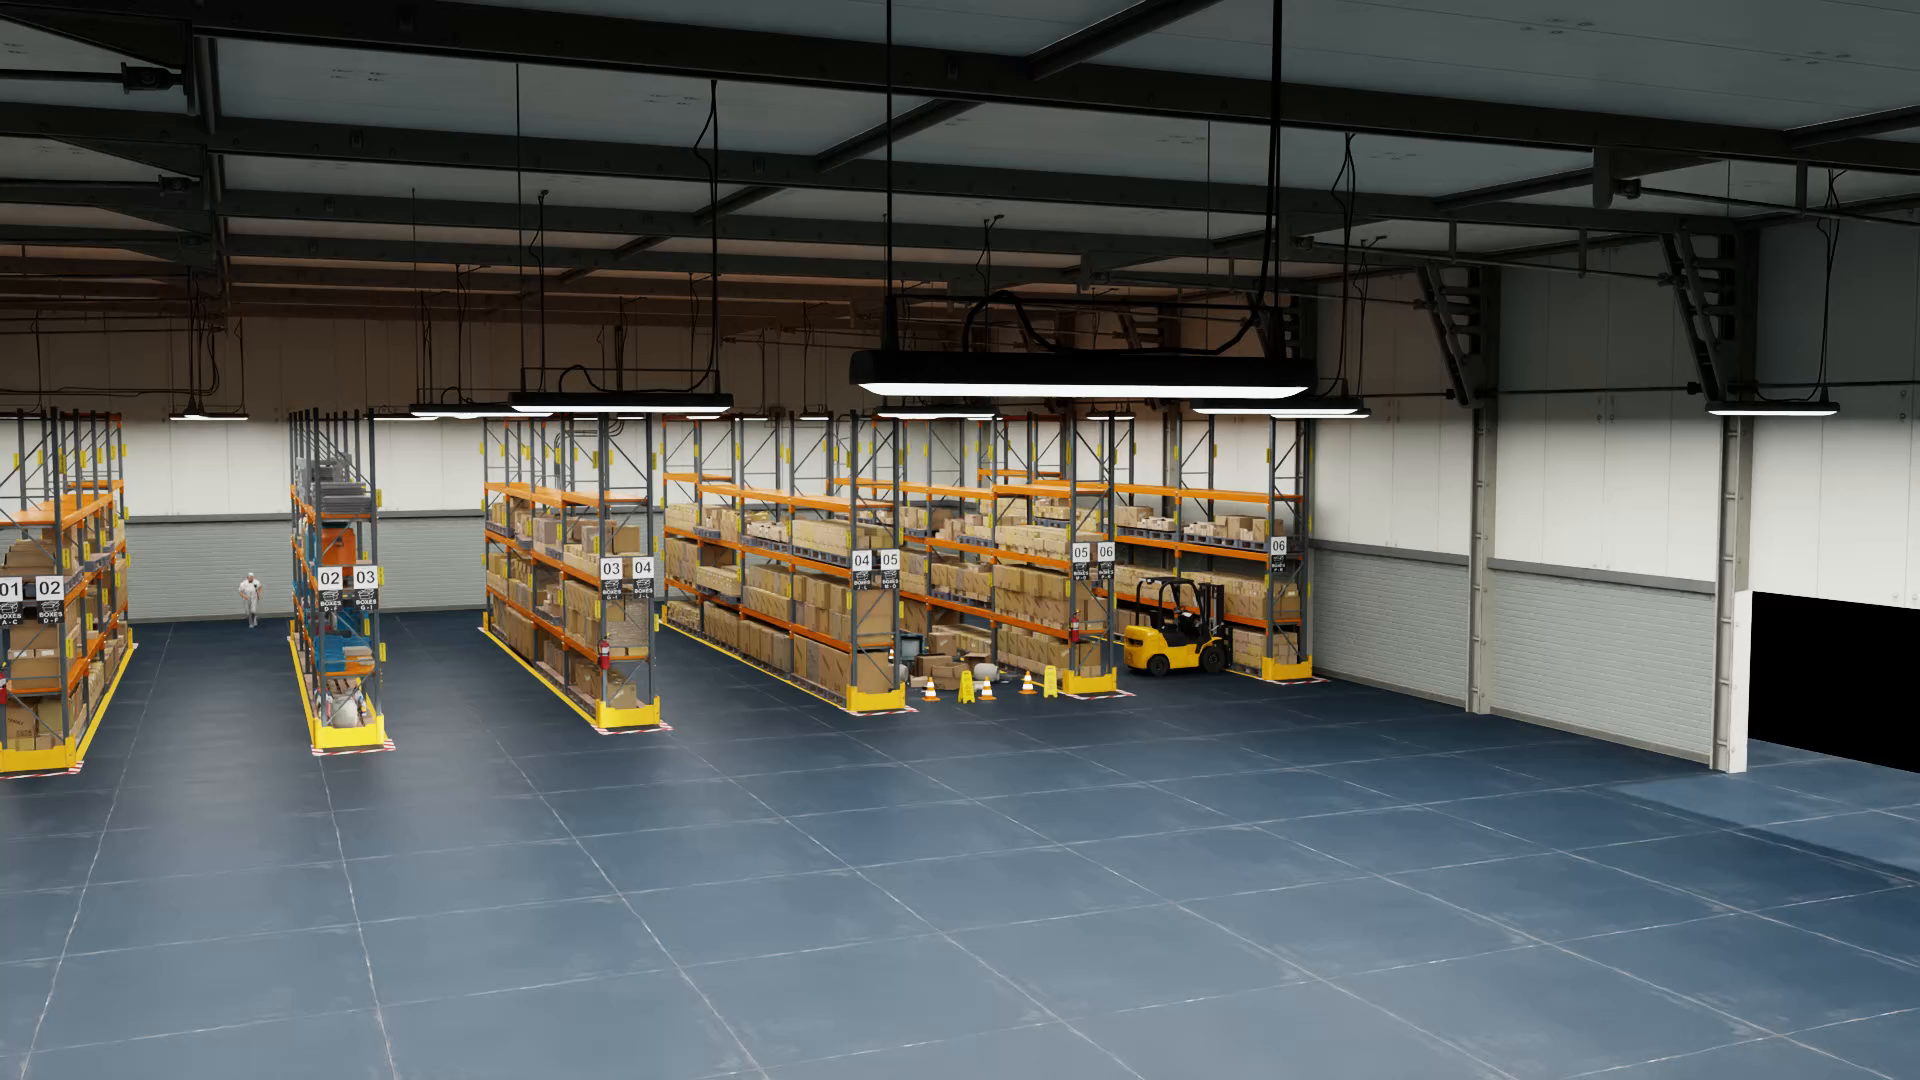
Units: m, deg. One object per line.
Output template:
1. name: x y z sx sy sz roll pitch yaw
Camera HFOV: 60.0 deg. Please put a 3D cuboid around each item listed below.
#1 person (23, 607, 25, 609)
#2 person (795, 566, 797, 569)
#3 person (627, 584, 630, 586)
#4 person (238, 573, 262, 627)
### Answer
1. person: -23.890 1.901 42.877 0.526 1.587 1.020 -2 4 -22
2. person: -4.815 1.544 47.795 0.728 1.685 0.655 -1 4 -16
3. person: -9.605 1.530 47.241 0.567 1.776 0.478 1 4 19
4. person: -19.846 1.680 46.523 0.561 1.576 0.747 -1 4 -13
